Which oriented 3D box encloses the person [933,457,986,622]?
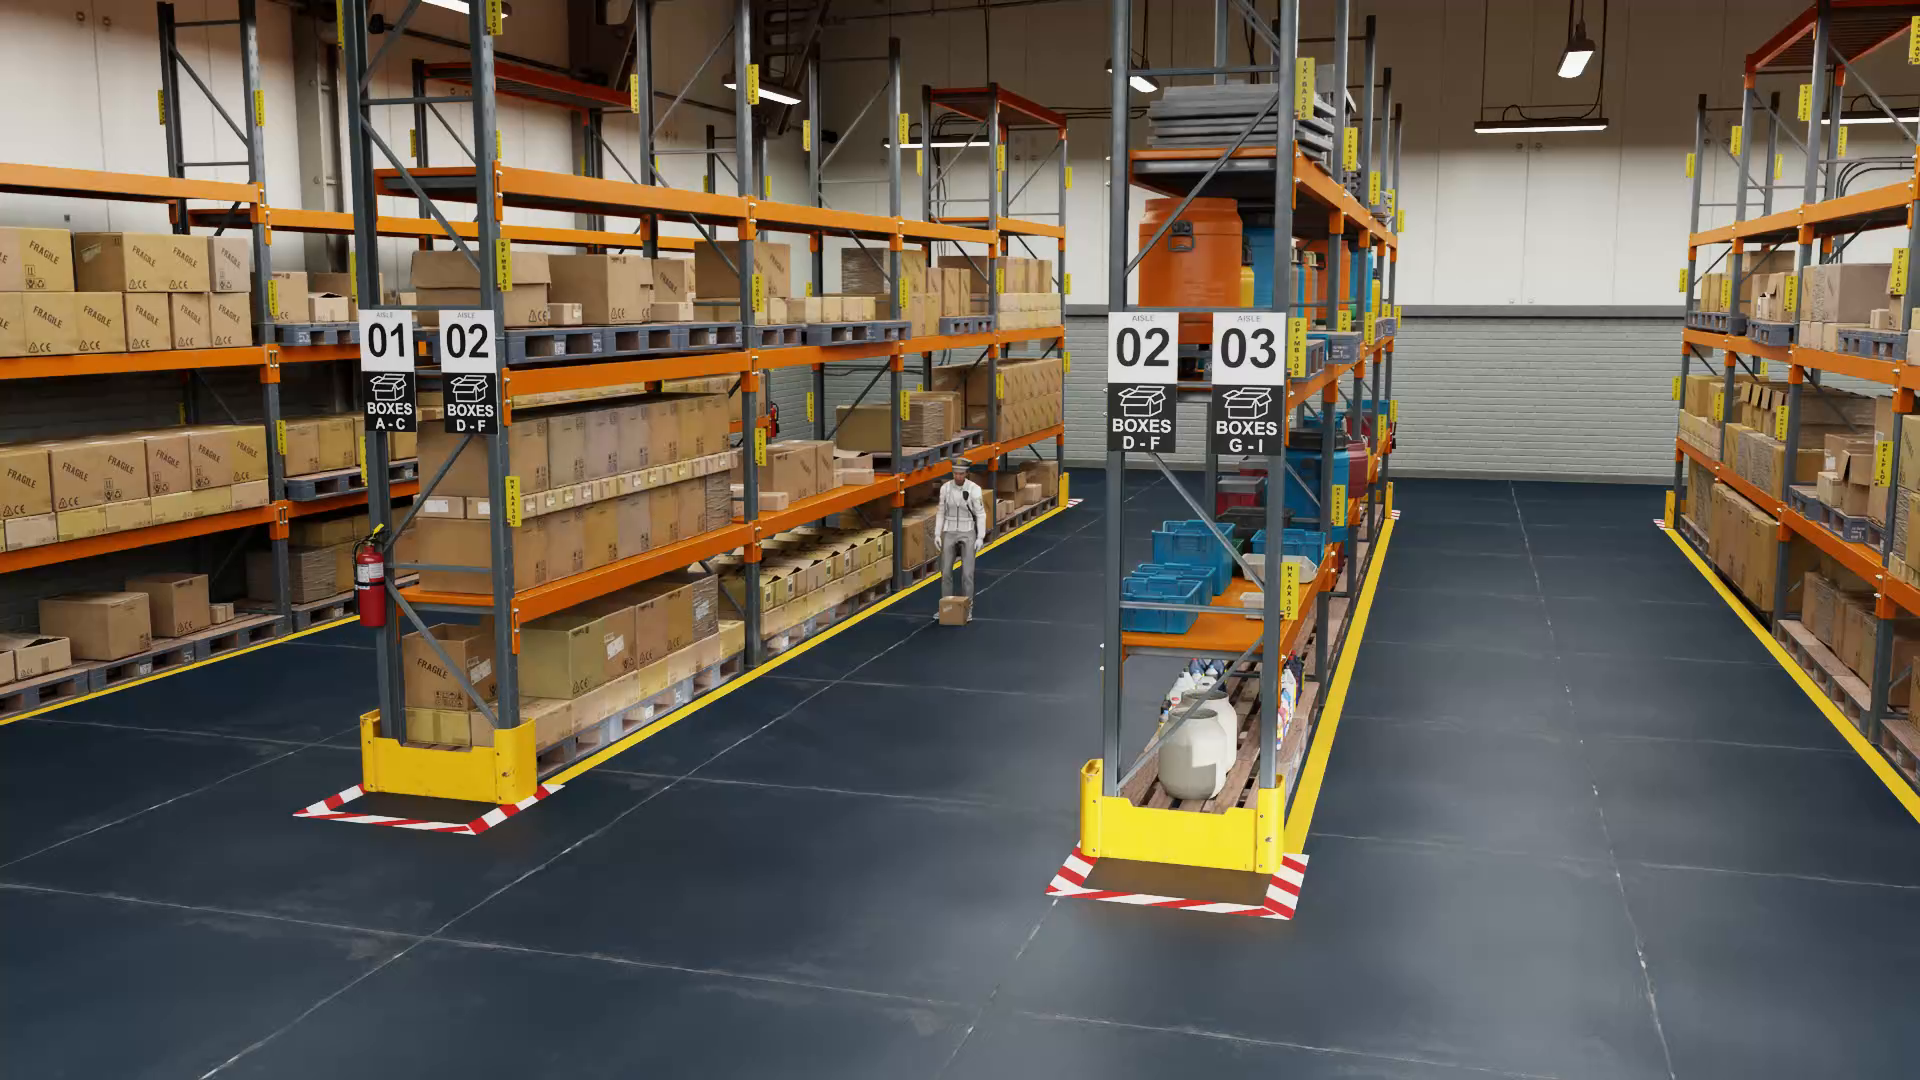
[{"bbox_3d":[-0.007,-0.016,16.934,0.531,1.663,0.413,2,9,14],"label":"person"}]
